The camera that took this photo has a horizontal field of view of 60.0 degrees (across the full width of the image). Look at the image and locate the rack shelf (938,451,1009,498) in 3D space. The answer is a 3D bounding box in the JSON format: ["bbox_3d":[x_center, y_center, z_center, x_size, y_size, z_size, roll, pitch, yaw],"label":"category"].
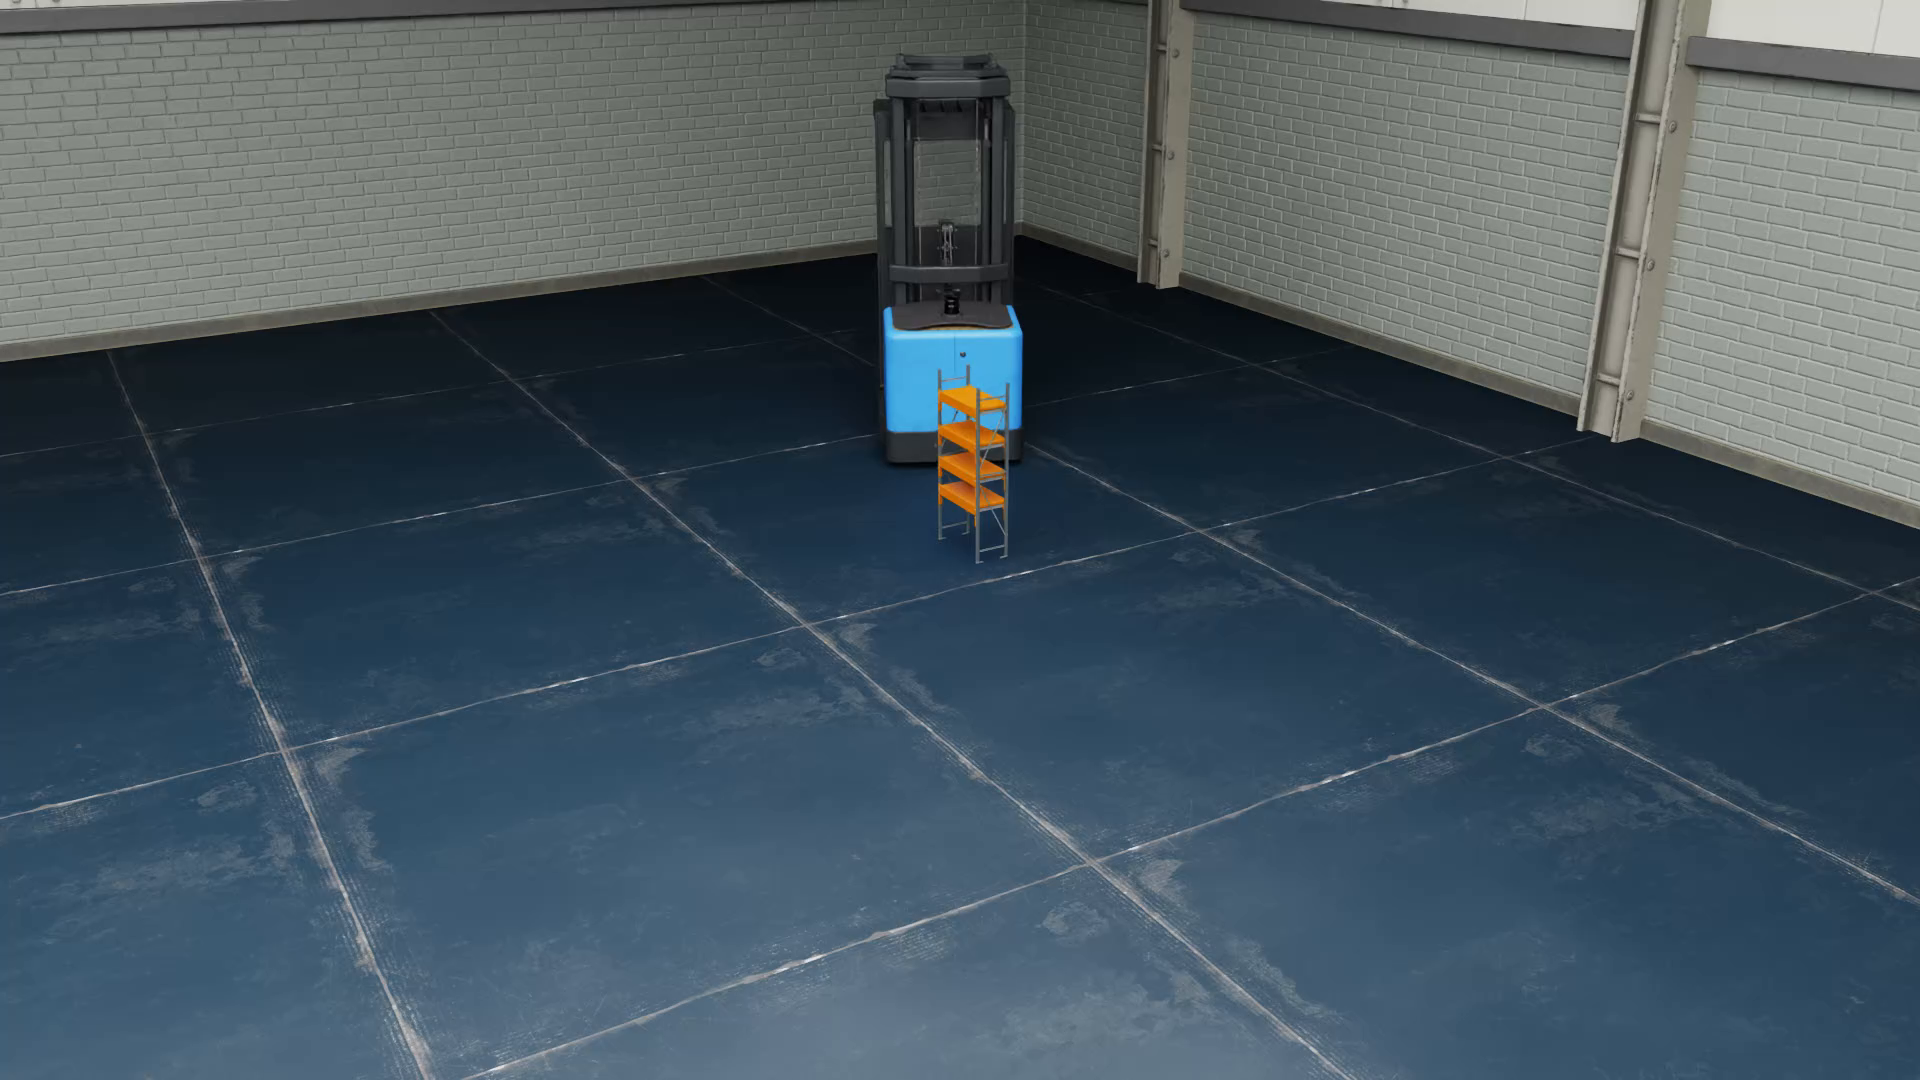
[{"bbox_3d":[0.085,-0.440,10.979,0.258,0.148,0.480,-13,25,-28],"label":"rack shelf"}]

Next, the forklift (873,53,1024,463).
[{"bbox_3d":[-0.132,-2.454,13.456,1.130,2.935,3.031,-1,22,-3],"label":"forklift"}]

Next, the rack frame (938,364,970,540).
[{"bbox_3d":[-0.040,-0.581,11.148,0.240,1.200,0.015,-13,25,-28],"label":"rack frame"}]

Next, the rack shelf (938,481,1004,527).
[{"bbox_3d":[0.085,-0.256,11.054,0.258,0.148,0.480,-13,25,-28],"label":"rack shelf"}]

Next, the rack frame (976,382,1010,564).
[{"bbox_3d":[0.209,-0.423,10.759,0.240,1.200,0.015,-13,25,-28],"label":"rack frame"}]

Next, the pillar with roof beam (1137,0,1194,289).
[{"bbox_3d":[-1.524,-6.148,14.486,9.100,9.000,0.400,-13,25,-28],"label":"pillar with roof beam"}]

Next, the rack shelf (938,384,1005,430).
[{"bbox_3d":[0.085,-0.866,10.806,0.258,0.148,0.480,-13,25,-28],"label":"rack shelf"}]

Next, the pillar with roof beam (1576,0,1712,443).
[{"bbox_3d":[1.541,-4.206,9.707,9.100,9.000,0.400,-13,25,-28],"label":"pillar with roof beam"}]

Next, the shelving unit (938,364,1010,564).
[{"bbox_3d":[0.085,-0.502,10.954,0.258,1.200,0.503,-13,25,-28],"label":"shelving unit"}]

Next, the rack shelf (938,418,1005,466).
[{"bbox_3d":[0.085,-0.647,10.895,0.258,0.148,0.480,-13,25,-28],"label":"rack shelf"}]
